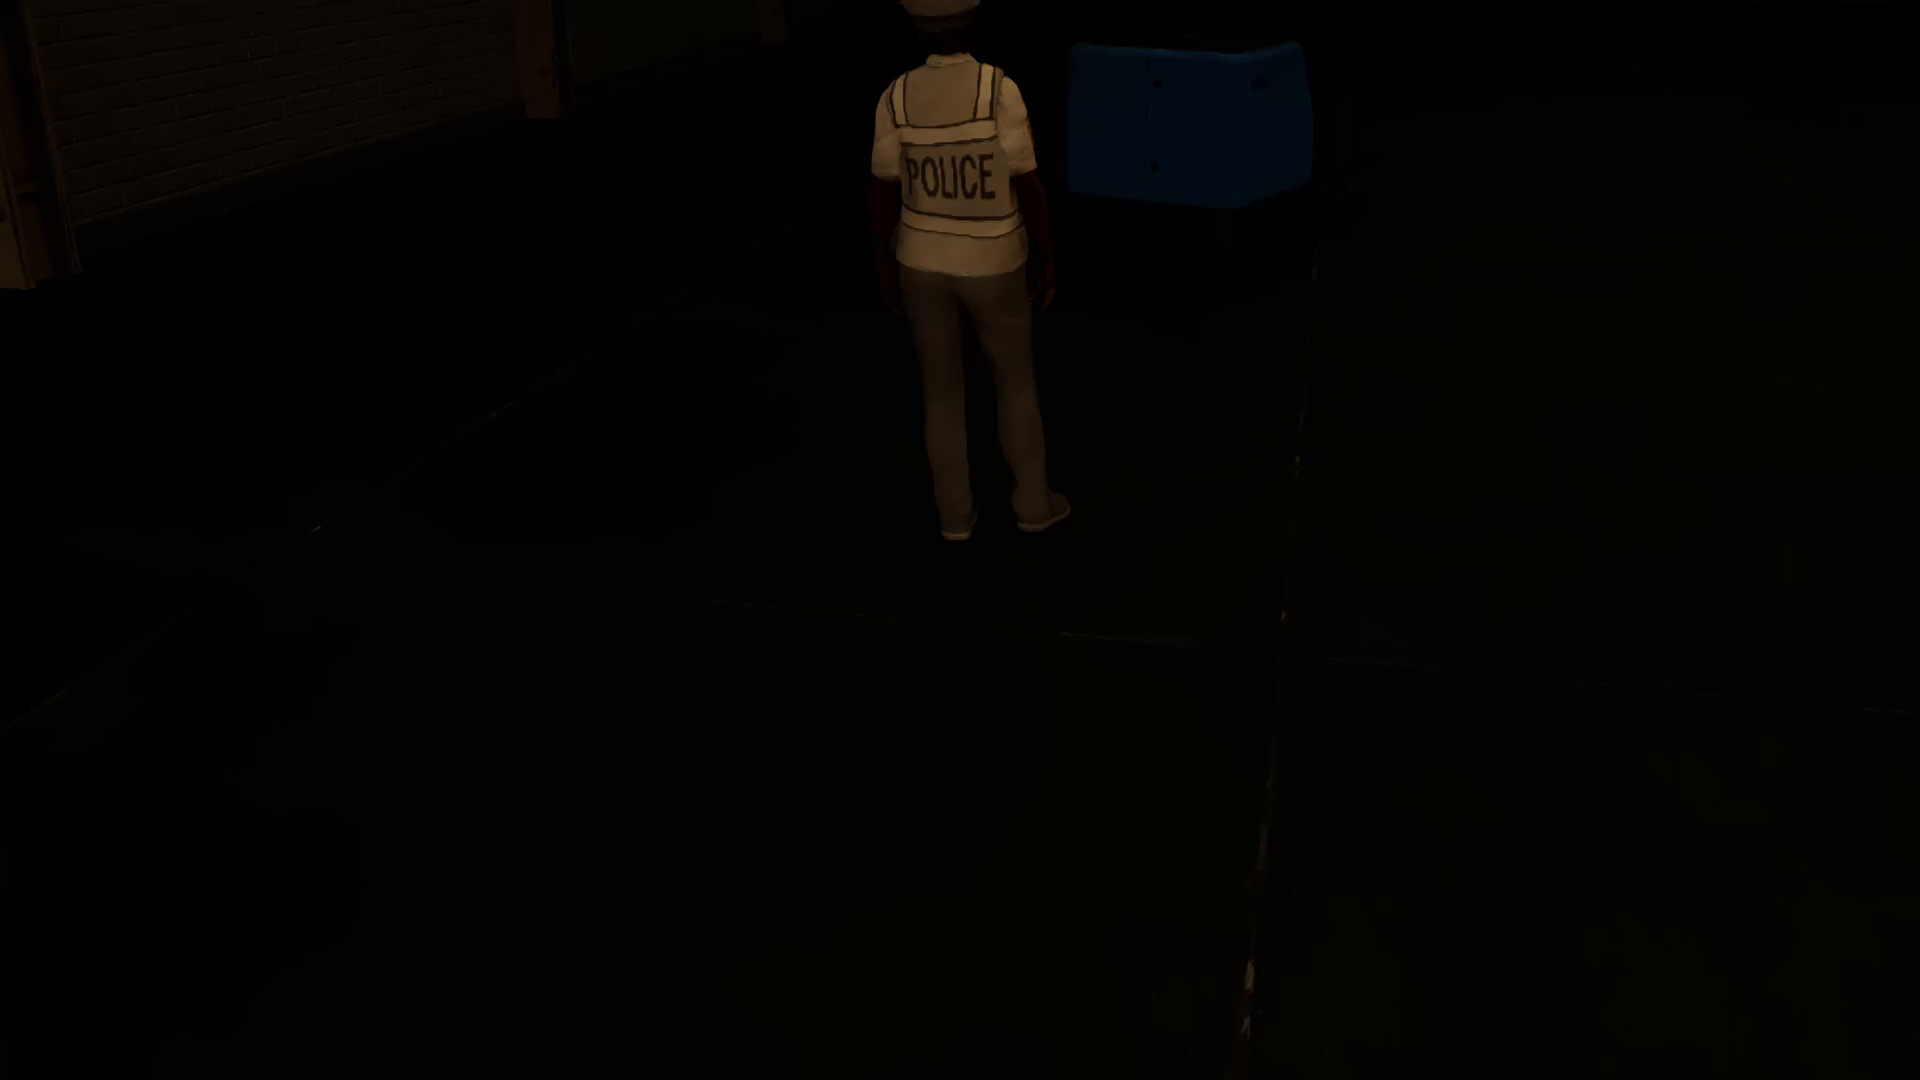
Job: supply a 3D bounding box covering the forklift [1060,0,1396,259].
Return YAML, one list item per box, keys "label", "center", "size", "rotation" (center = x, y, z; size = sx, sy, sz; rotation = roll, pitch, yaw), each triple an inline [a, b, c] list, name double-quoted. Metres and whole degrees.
- label: "forklift"
  center: [1.757, -3.313, 9.393]
  size: [1.130, 2.935, 3.031]
  rotation: [13, 26, 30]

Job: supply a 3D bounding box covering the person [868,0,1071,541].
- label: "person"
  center: [0.035, -0.818, 4.890]
  size: [0.570, 1.695, 0.529]
  rotation: [5, 23, 11]
